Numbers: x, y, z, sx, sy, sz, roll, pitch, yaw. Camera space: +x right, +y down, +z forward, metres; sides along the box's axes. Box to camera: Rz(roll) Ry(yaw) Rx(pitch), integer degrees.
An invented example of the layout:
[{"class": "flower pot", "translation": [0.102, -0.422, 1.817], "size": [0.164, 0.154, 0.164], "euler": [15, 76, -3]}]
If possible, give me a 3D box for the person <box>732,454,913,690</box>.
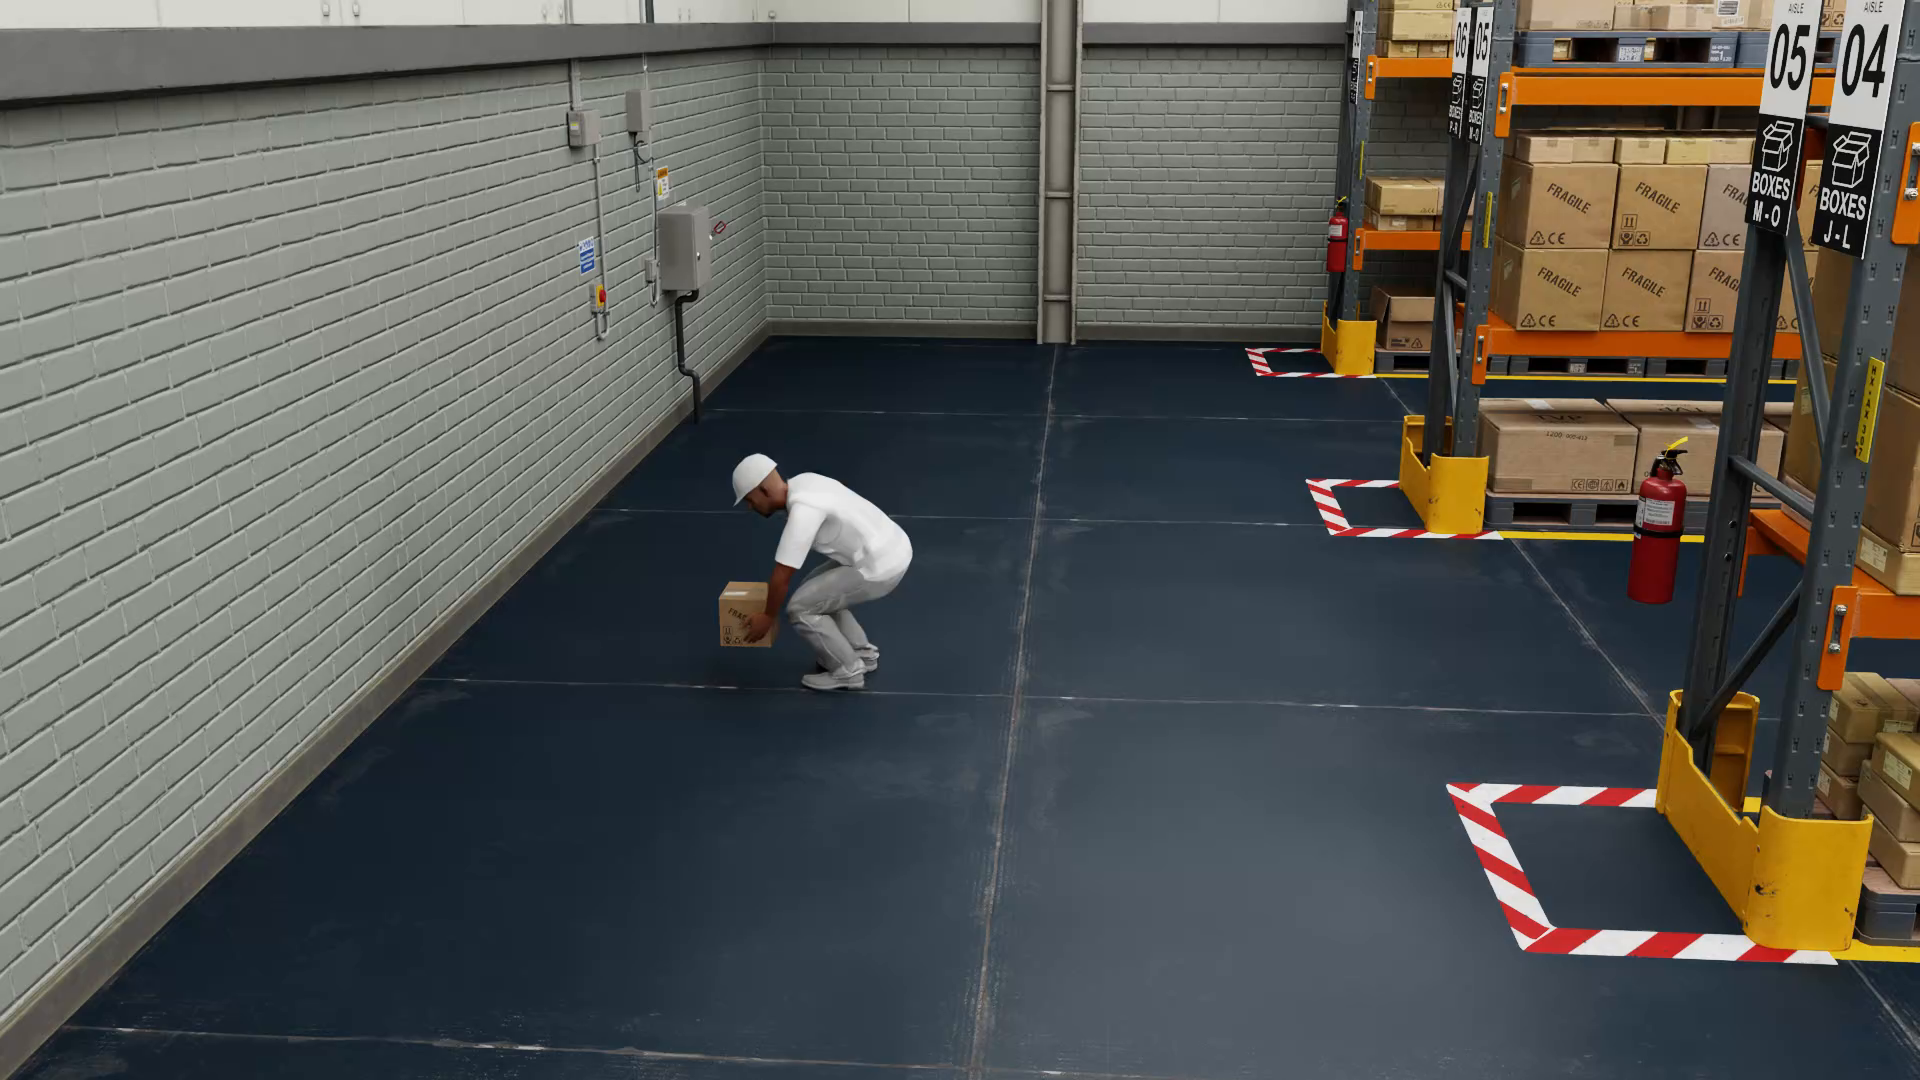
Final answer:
[{"class": "person", "translation": [-0.661, 0.148, 8.063], "size": [0.852, 1.156, 0.612], "euler": [1, 17, 4]}]
